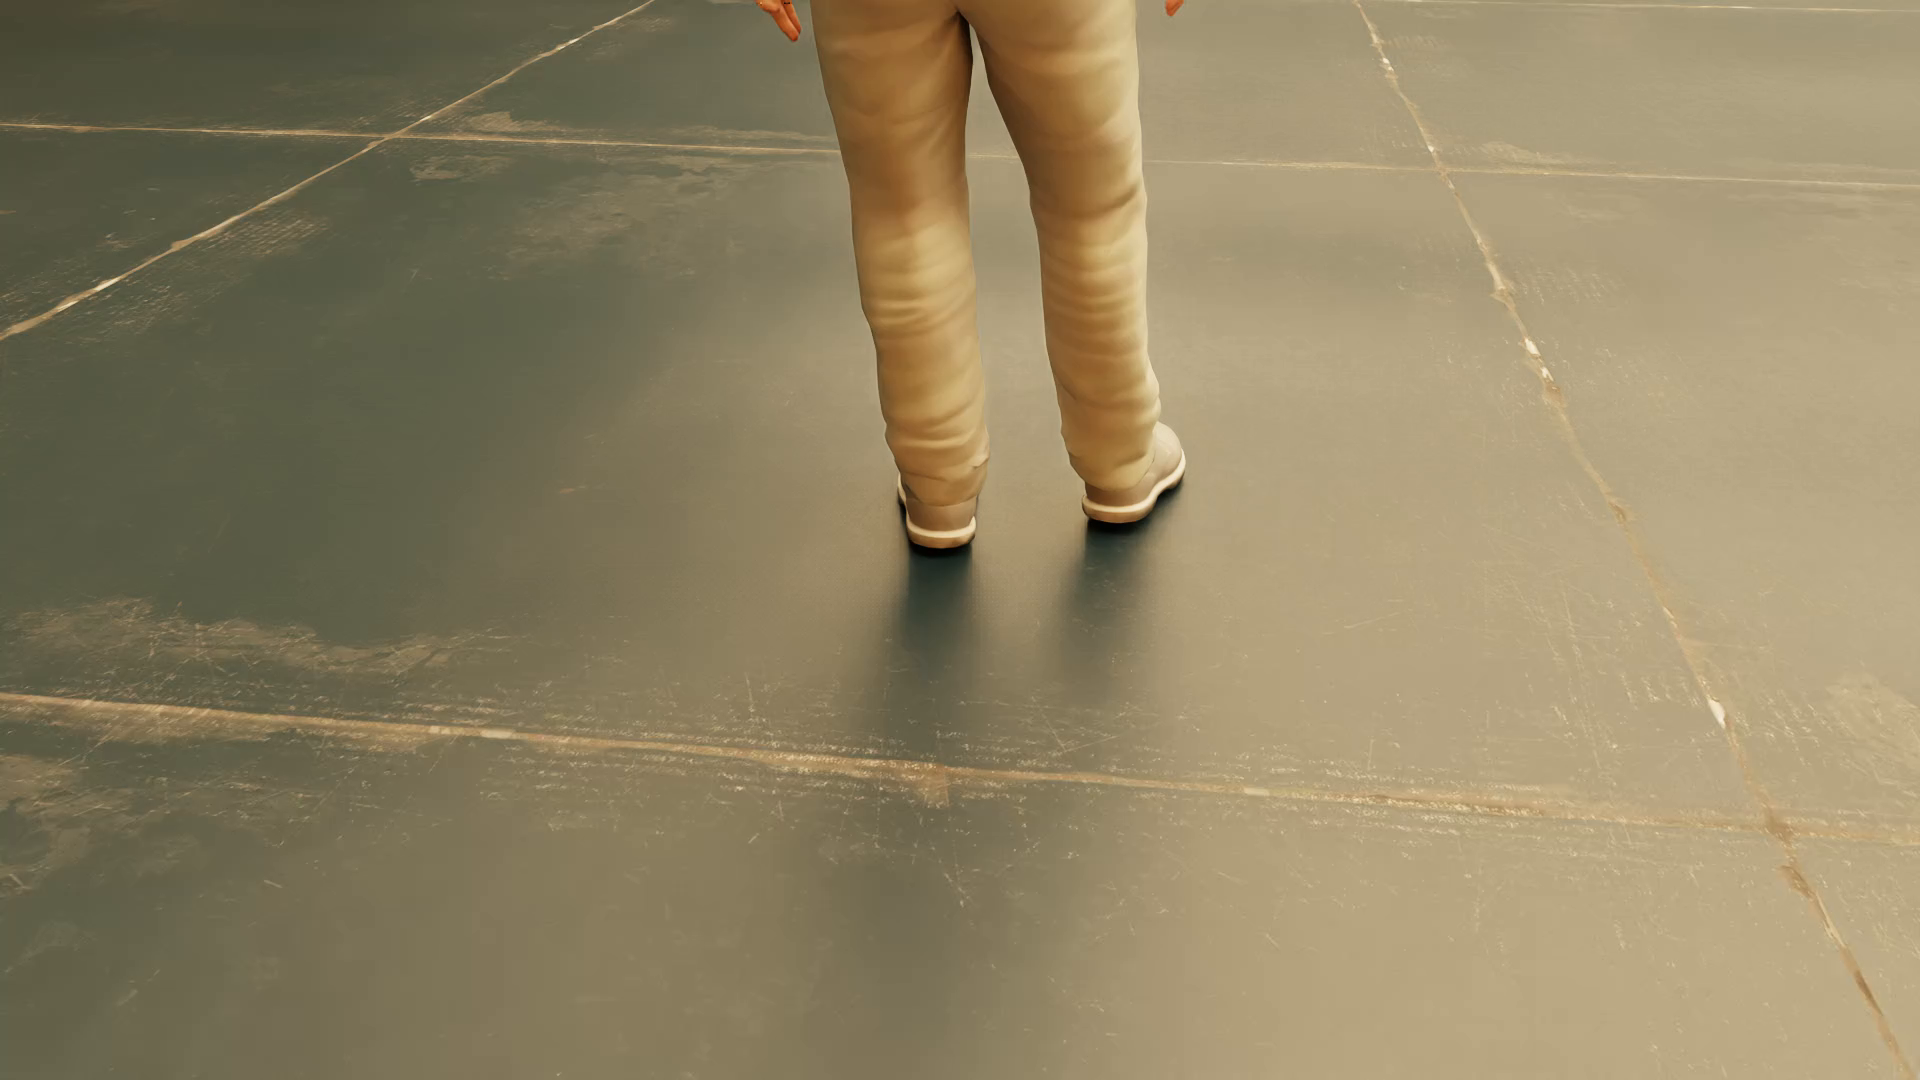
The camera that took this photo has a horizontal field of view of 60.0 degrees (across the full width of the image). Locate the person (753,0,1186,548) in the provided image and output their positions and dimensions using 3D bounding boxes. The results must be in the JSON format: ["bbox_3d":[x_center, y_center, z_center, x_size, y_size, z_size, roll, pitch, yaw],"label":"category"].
[{"bbox_3d":[0.021,-0.839,2.167,0.641,1.781,0.574,3,27,7],"label":"person"}]
